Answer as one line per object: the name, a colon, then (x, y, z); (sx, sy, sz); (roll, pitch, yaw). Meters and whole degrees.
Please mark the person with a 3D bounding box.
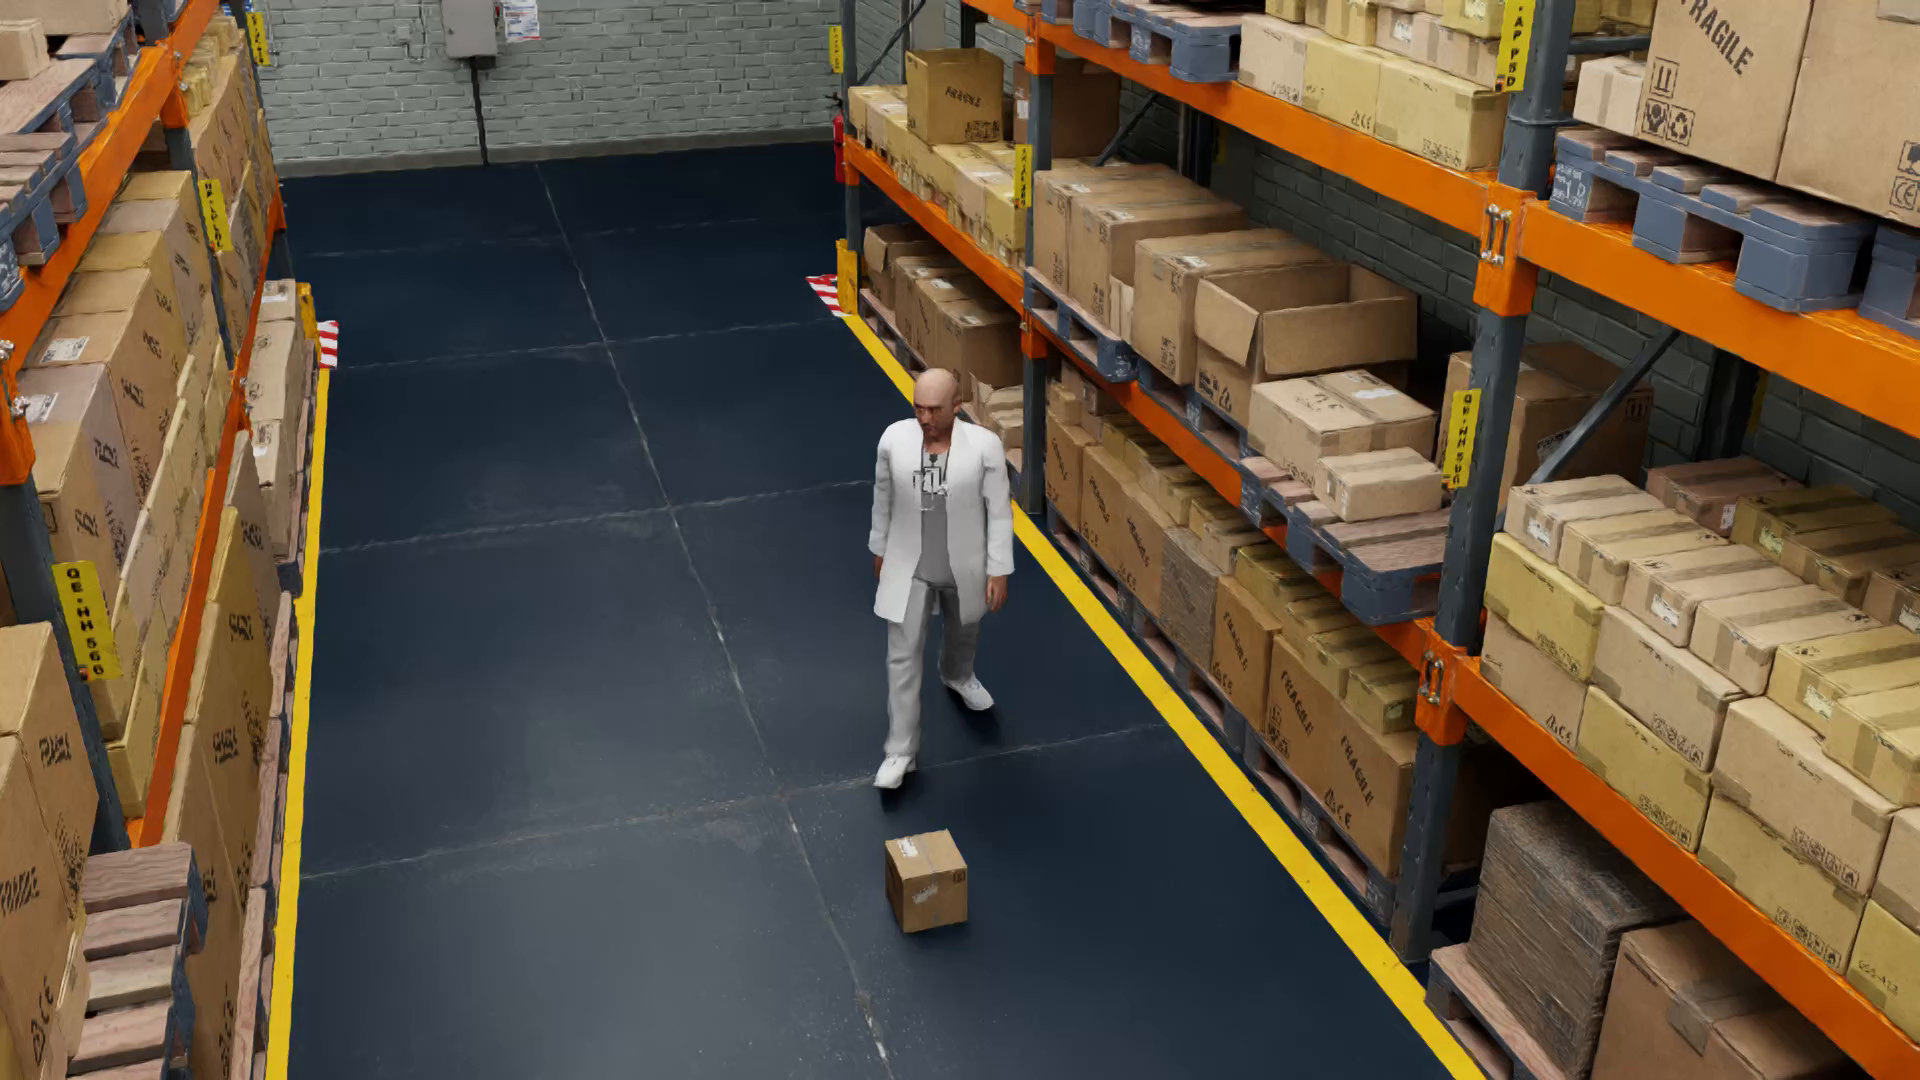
person: (-0.086, 0.108, 6.930); (0.627, 1.748, 1.005); (2, 26, 3)
